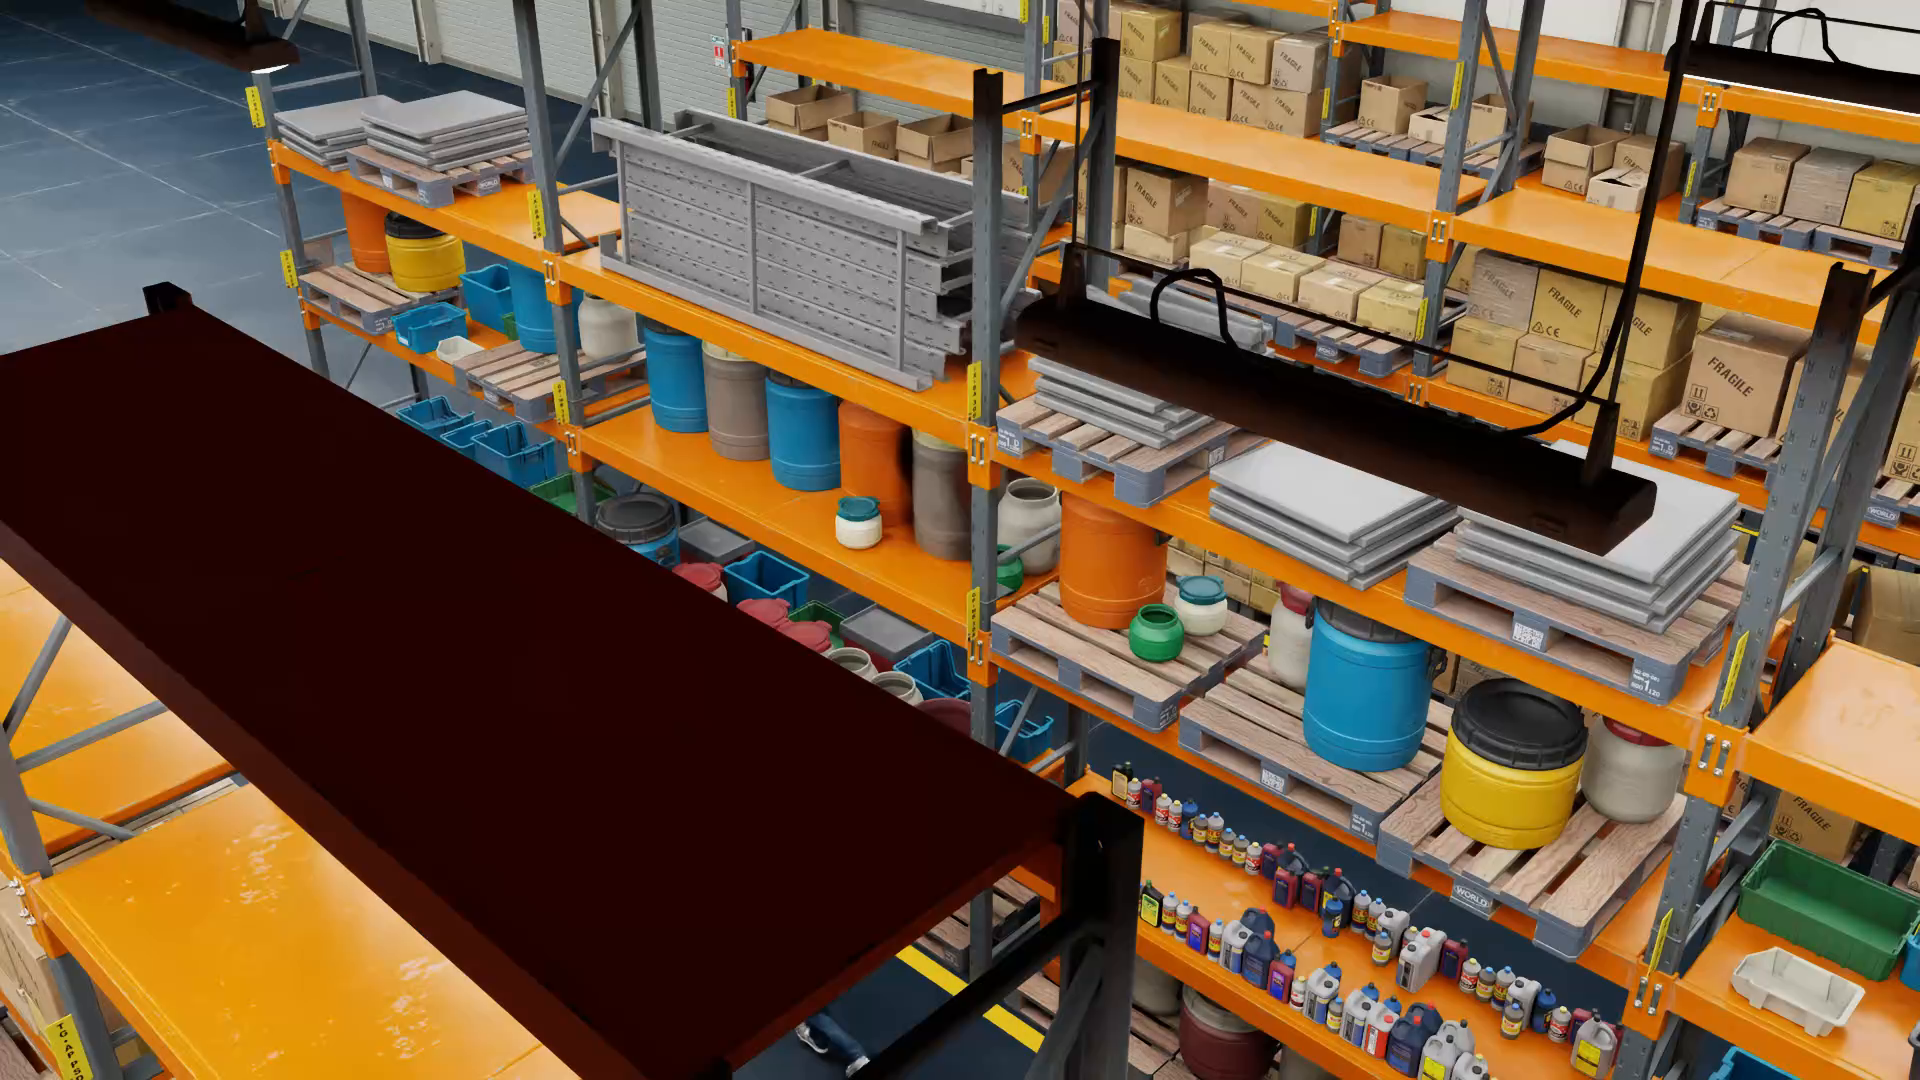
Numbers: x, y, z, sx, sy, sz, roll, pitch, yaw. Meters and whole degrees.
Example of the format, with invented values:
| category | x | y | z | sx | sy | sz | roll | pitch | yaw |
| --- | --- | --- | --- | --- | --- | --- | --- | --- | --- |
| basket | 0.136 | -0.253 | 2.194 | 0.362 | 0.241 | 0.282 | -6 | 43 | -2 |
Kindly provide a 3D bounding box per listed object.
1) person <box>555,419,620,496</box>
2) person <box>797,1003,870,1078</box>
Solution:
| category | x | y | z | sx | sy | sz | roll | pitch | yaw |
| --- | --- | --- | --- | --- | --- | --- | --- | --- | --- |
| person | -3.678 | -0.988 | 16.180 | 0.606 | 1.787 | 0.708 | -18 | 34 | -29 |
| person | -0.780 | 2.584 | 10.021 | 0.699 | 1.541 | 0.429 | 18 | 34 | 29 |
